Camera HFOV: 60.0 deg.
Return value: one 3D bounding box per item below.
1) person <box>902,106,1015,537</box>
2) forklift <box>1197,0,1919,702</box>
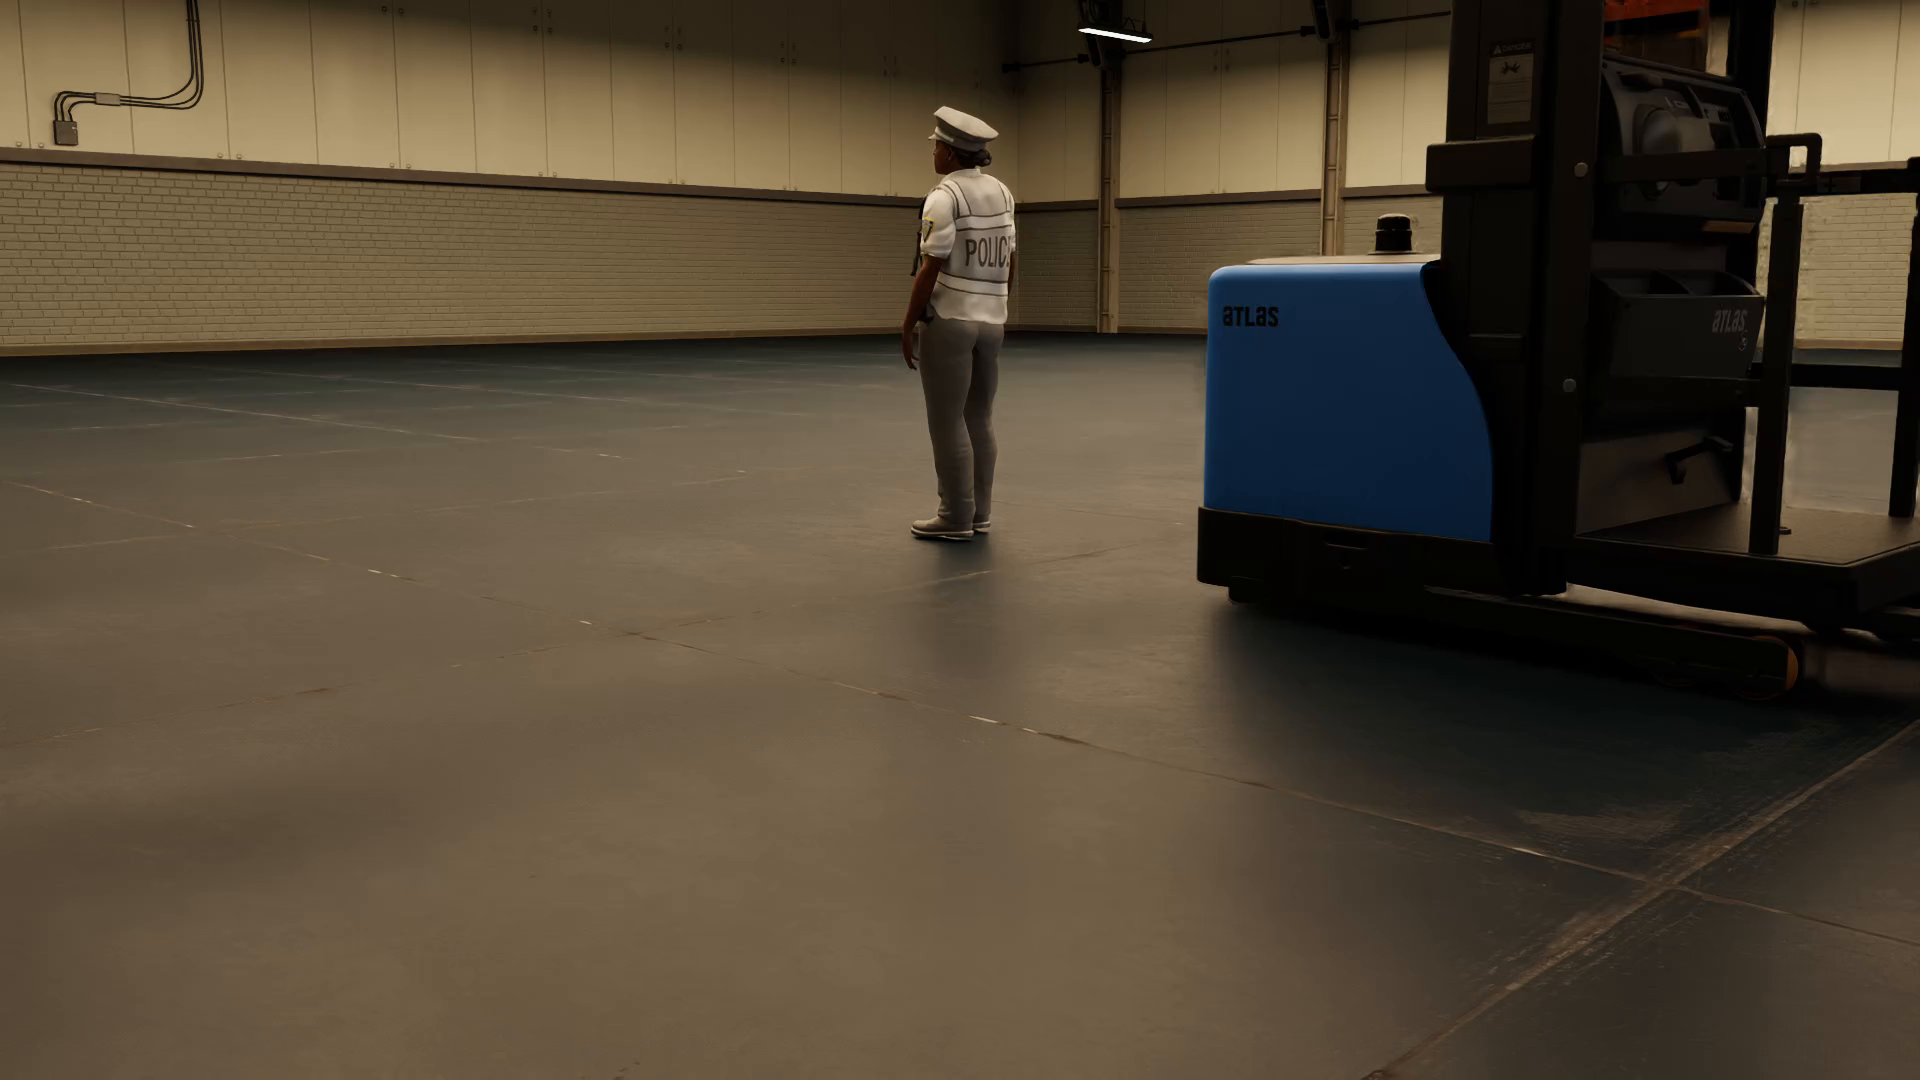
[{"bbox_3d":[-0.040,-0.855,6.656,0.528,1.695,0.569,8,12,43],"label":"person"},{"bbox_3d":[2.143,-1.138,4.431,1.130,2.935,3.031,-8,12,-43],"label":"forklift"}]
